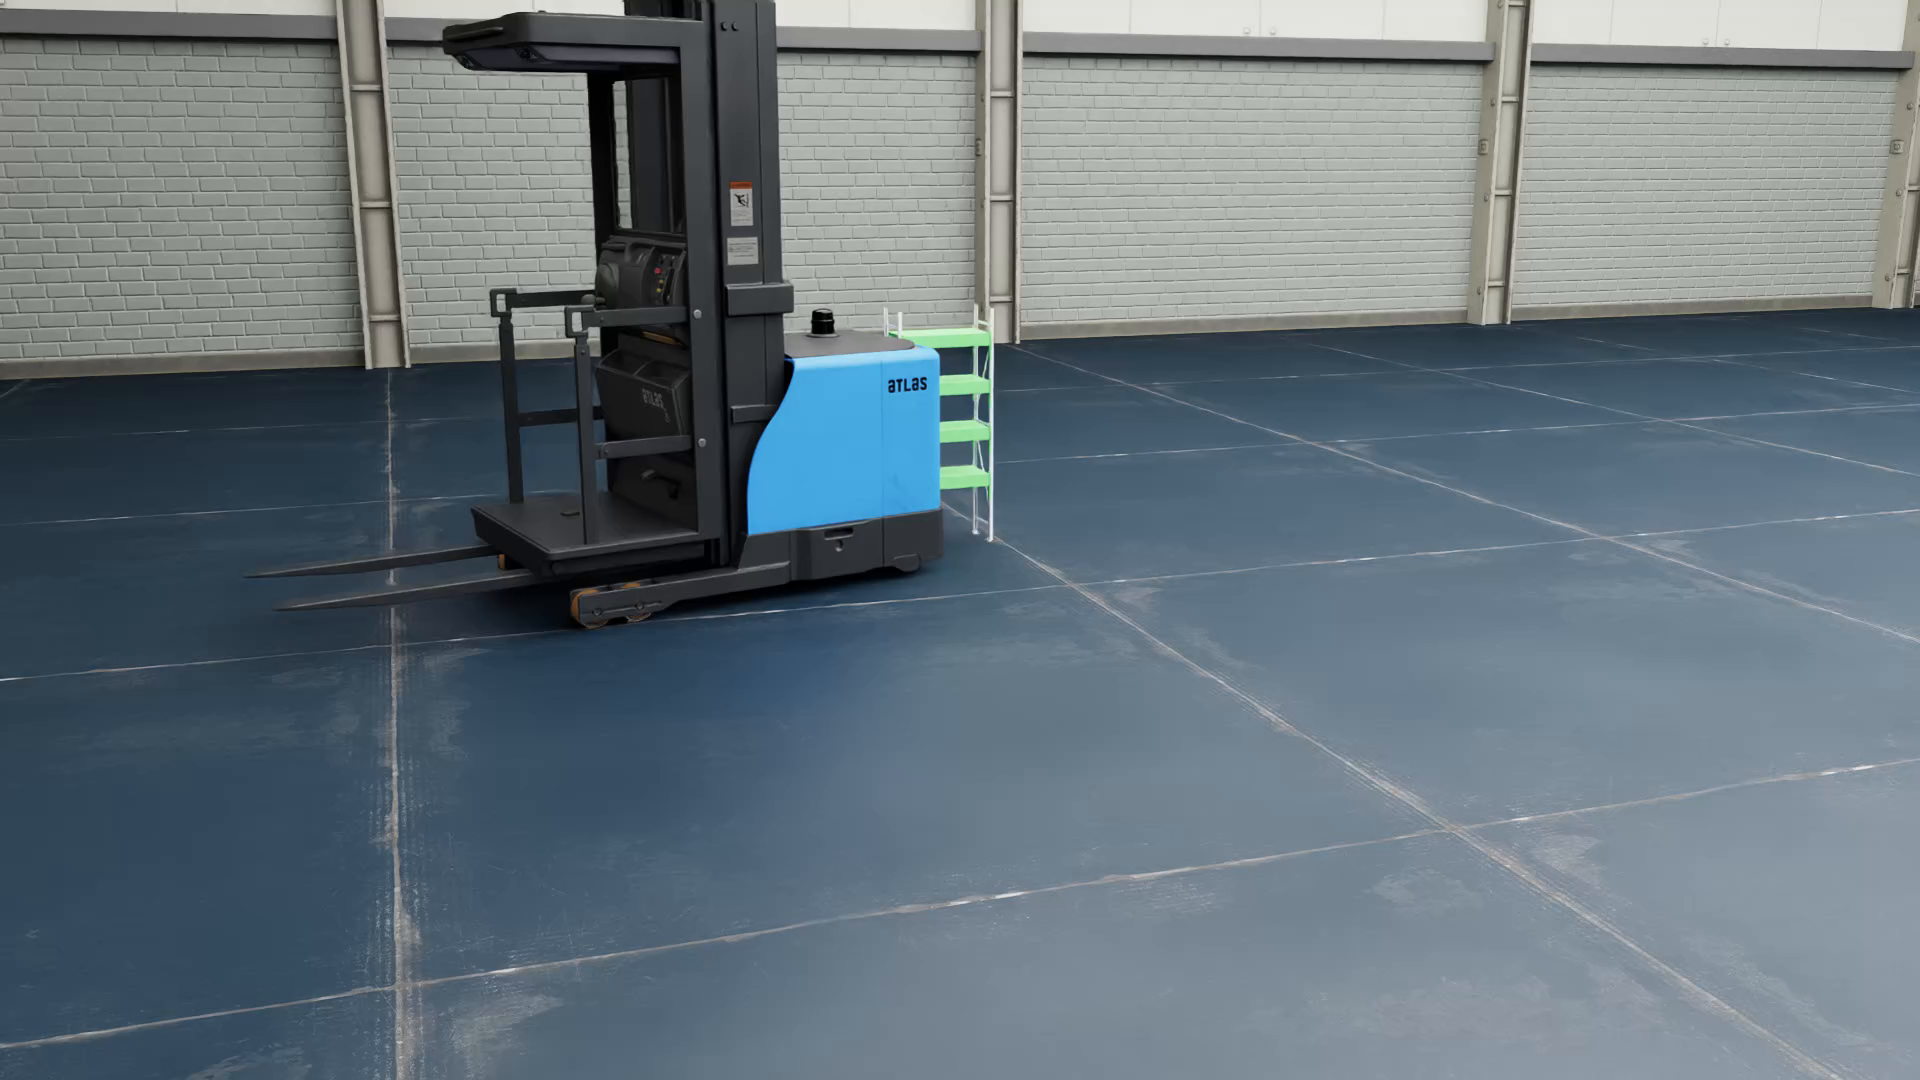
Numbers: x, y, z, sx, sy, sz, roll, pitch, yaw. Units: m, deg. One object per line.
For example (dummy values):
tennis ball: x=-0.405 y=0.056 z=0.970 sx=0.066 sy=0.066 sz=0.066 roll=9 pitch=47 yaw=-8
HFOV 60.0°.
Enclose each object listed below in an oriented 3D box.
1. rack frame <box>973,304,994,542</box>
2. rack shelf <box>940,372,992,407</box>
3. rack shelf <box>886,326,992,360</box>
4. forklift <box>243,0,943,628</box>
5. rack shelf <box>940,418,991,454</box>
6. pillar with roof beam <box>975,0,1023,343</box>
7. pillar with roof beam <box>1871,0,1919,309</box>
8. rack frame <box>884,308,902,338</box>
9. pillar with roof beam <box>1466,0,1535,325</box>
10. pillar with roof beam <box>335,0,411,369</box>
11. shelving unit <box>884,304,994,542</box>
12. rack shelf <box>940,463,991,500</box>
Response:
rack frame: x=0.120 y=-0.602 z=8.580 sx=0.015 sy=1.200 sz=0.240 roll=-5 pitch=14 yaw=-20
rack shelf: x=-0.108 y=-0.753 z=8.454 sx=0.480 sy=0.148 sz=0.258 roll=-5 pitch=14 yaw=-20
rack shelf: x=-0.108 y=-0.986 z=8.399 sx=0.480 sy=0.148 sz=0.258 roll=-5 pitch=14 yaw=-20
forklift: x=-1.598 y=-1.189 z=7.309 sx=3.031 sy=2.935 sz=1.130 roll=-8 pitch=16 yaw=-32
rack shelf: x=-0.108 y=-0.519 z=8.510 sx=0.480 sy=0.148 sz=0.258 roll=-5 pitch=14 yaw=-20
pillar with roof beam: x=1.762 y=-5.487 z=12.265 sx=0.400 sy=9.000 sz=9.100 roll=-4 pitch=14 yaw=-18
pillar with roof beam: x=13.135 y=-6.373 z=15.988 sx=0.400 sy=9.000 sz=9.100 roll=-4 pitch=14 yaw=-18
rack frame: x=-0.336 y=-0.561 z=8.410 sx=0.015 sy=1.200 sz=0.240 roll=-5 pitch=14 yaw=-20
pillar with roof beam: x=7.448 y=-5.930 z=14.127 sx=0.400 sy=9.000 sz=9.100 roll=-4 pitch=14 yaw=-18
pillar with roof beam: x=-3.925 y=-5.044 z=10.403 sx=0.400 sy=9.000 sz=9.100 roll=-4 pitch=14 yaw=-18
shelving unit: x=-0.108 y=-0.582 z=8.495 sx=0.503 sy=1.200 sz=0.258 roll=-5 pitch=14 yaw=-20
rack shelf: x=-0.108 y=-0.286 z=8.565 sx=0.480 sy=0.148 sz=0.258 roll=-5 pitch=14 yaw=-20
